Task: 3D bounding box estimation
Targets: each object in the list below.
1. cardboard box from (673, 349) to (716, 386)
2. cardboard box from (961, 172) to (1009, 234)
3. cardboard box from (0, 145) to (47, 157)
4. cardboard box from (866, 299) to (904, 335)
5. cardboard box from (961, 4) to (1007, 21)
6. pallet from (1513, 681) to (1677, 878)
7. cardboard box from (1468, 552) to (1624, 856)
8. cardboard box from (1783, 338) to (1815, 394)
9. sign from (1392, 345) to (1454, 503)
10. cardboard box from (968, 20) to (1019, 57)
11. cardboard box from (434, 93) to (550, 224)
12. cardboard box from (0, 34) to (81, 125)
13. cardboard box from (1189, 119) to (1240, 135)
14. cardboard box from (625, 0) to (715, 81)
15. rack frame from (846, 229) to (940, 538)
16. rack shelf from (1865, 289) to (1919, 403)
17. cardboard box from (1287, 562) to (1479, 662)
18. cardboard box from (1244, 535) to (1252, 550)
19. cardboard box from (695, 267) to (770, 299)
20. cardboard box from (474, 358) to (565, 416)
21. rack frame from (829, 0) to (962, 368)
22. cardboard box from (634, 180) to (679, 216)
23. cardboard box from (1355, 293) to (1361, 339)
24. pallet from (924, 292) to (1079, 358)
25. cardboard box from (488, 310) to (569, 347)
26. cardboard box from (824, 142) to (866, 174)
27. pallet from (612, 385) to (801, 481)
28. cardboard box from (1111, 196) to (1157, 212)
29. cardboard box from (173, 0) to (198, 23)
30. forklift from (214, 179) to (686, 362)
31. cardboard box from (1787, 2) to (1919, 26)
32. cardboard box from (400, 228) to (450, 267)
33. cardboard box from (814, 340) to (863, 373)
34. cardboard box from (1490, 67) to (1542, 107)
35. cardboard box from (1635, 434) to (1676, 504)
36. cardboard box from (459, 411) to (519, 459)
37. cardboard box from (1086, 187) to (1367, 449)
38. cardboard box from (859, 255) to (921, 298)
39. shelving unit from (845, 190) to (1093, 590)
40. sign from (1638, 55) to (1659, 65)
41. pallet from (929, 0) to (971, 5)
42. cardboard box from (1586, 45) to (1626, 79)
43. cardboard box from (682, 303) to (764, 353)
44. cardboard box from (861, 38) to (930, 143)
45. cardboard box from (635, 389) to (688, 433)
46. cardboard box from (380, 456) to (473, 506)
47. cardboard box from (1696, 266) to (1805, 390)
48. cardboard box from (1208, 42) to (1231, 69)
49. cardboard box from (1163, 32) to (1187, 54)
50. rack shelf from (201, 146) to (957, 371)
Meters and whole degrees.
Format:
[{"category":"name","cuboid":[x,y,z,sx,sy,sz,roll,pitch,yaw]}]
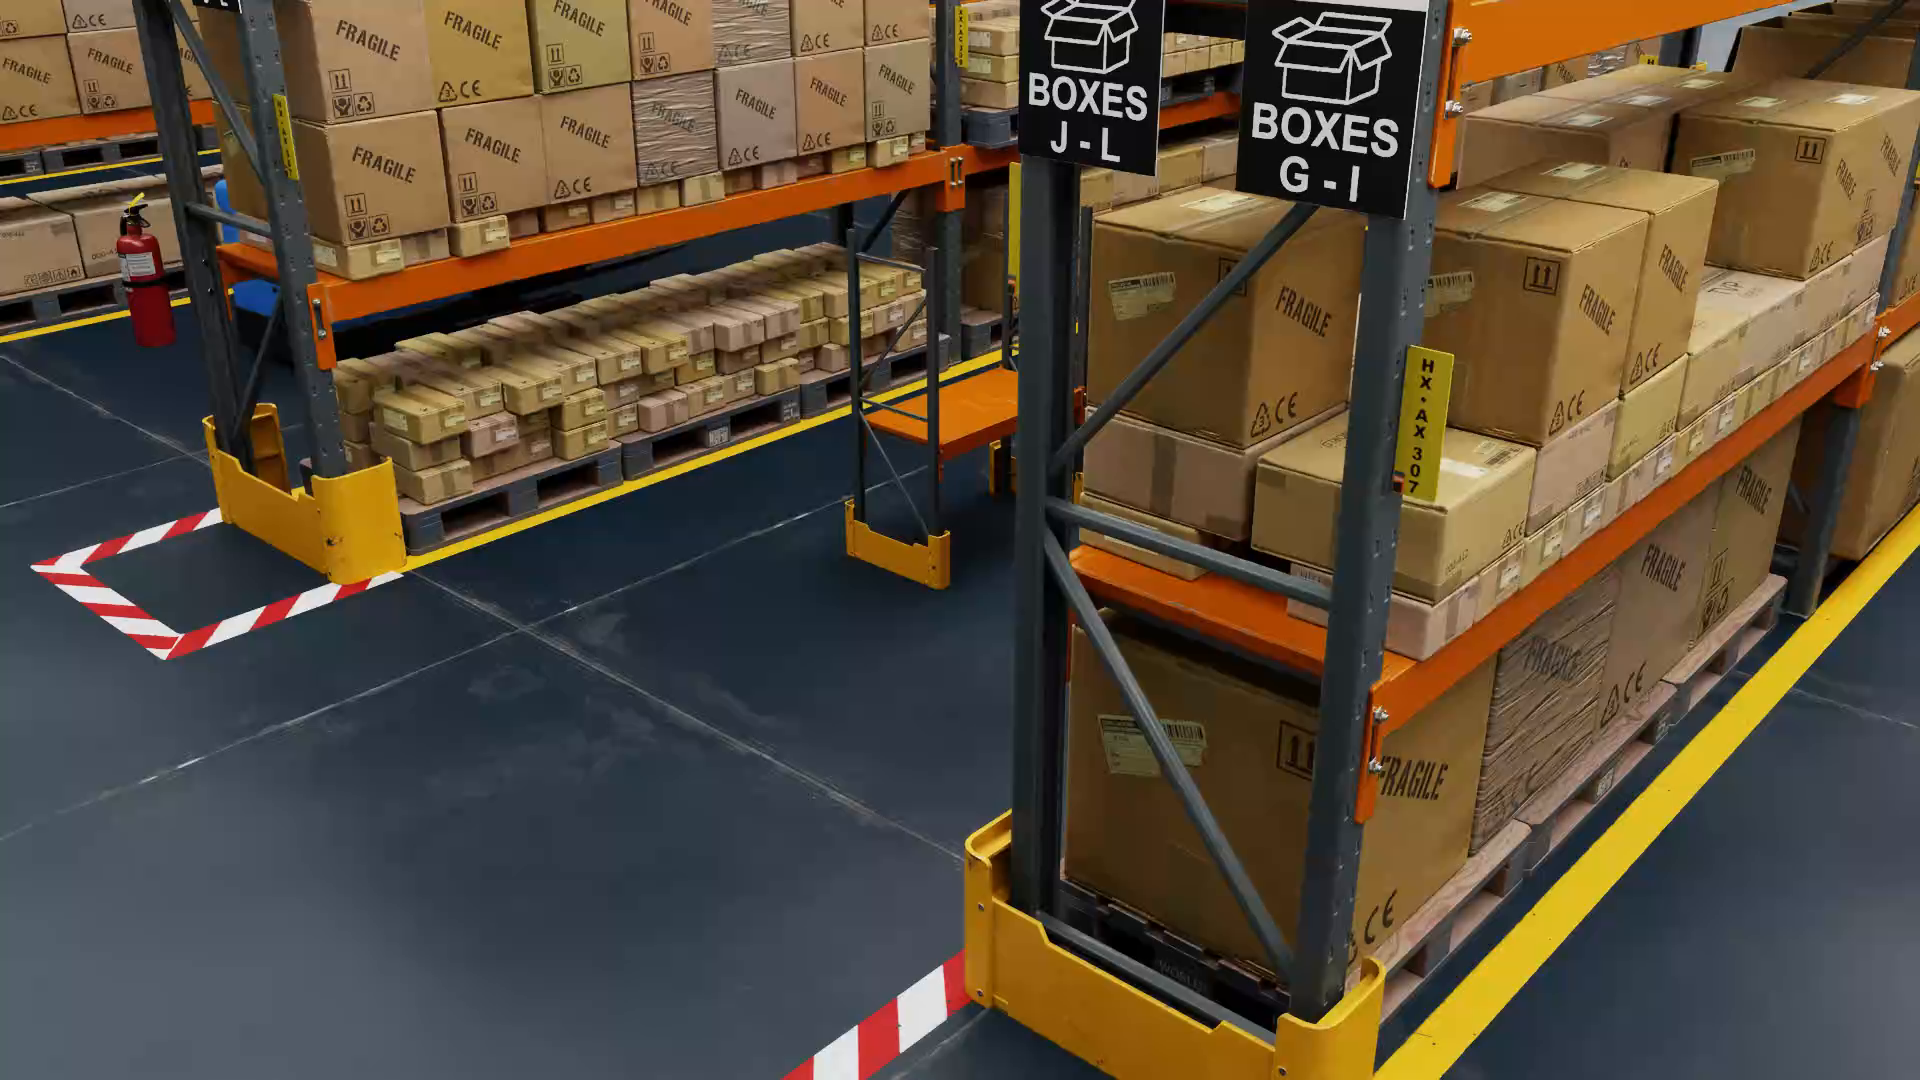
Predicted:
[{"category":"cardboard box","cuboid":[-1.513,-0.959,8.829,0.380,0.149,0.250,22,32,40]},{"category":"cardboard box","cuboid":[0.287,-2.112,10.419,0.500,0.250,0.500,19,30,35]},{"category":"cardboard box","cuboid":[-8.754,-3.800,15.100,0.700,0.500,0.500,19,30,36]},{"category":"cardboard box","cuboid":[-0.548,-1.324,9.643,0.380,0.149,0.250,18,30,35]},{"category":"cardboard box","cuboid":[0.072,-3.250,10.399,0.380,0.149,0.250,19,30,36]},{"category":"pallet","cuboid":[1.843,0.676,5.985,1.003,0.211,1.213,20,31,38]},{"category":"cardboard box","cuboid":[1.528,0.322,5.449,0.875,0.875,0.875,20,31,38]},{"category":"cardboard box","cuboid":[2.749,-0.649,5.837,0.380,0.149,0.250,21,31,38]},{"category":"sign","cuboid":[0.963,-0.240,3.463,0.100,0.325,0.005,20,31,38]},{"category":"cardboard box","cuboid":[0.202,-2.909,9.637,0.380,0.149,0.250,22,32,40]},{"category":"cardboard box","cuboid":[-2.229,-1.760,7.522,0.500,0.500,0.500,20,31,38]},{"category":"cardboard box","cuboid":[-5.975,-2.943,10.525,0.500,0.500,0.500,20,31,37]},{"category":"cardboard box","cuboid":[2.005,-2.898,12.172,0.500,0.250,0.500,19,31,36]},{"category":"cardboard box","cuboid":[-1.542,-2.513,7.980,0.500,0.500,0.500,19,30,36]},{"category":"rack frame","cuboid":[-0.282,-0.555,7.156,0.500,1.500,0.032,20,31,38]},{"category":"rack shelf","cuboid":[4.558,-1.462,8.223,1.077,0.370,4.000,20,31,38]},{"category":"cardboard box","cuboid":[1.036,0.135,4.090,0.380,0.149,0.250,21,31,38]},{"category":"cardboard box","cuboid":[0.718,-0.125,4.670,0.380,0.149,0.250,21,31,38]},{"category":"cardboard box","cuboid":[-1.304,-1.436,9.530,0.380,0.149,0.250,19,30,36]},{"category":"cardboard box","cuboid":[-2.112,-0.735,7.966,0.380,0.149,0.250,20,31,37]},{"category":"rack frame","cuboid":[-0.403,-2.566,9.806,1.000,3.000,0.127,20,31,38]},{"category":"cardboard box","cuboid":[-1.609,-1.731,8.251,0.380,0.149,0.250,22,32,39]},{"category":"cardboard box","cuboid":[1.358,-0.559,5.150,0.500,0.250,0.500,19,30,36]},{"category":"pallet","cuboid":[0.115,-1.531,10.906,1.003,0.211,1.213,20,31,38]},{"category":"cardboard box","cuboid":[-2.262,-1.073,8.720,0.380,0.149,0.250,22,32,39]},{"category":"cardboard box","cuboid":[-0.733,-2.127,9.134,0.380,0.149,0.250,22,32,39]},{"category":"pallet","cuboid":[-1.639,-0.706,9.066,1.003,0.211,1.213,20,31,38]},{"category":"cardboard box","cuboid":[0.979,-2.094,11.297,0.500,0.500,0.500,21,31,38]},{"category":"cardboard box","cuboid":[-5.284,-3.709,11.011,0.500,0.500,0.500,20,31,38]},{"category":"forklift","cuboid":[-3.164,-2.860,10.547,1.130,2.935,3.031,18,30,34]},{"category":"cardboard box","cuboid":[4.110,-2.087,7.389,0.797,0.503,0.637,21,31,38]},{"category":"cardboard box","cuboid":[-2.473,-1.330,7.358,0.380,0.149,0.250,22,32,39]},{"category":"cardboard box","cuboid":[-0.775,-1.089,9.485,0.380,0.149,0.250,19,30,36]},{"category":"cardboard box","cuboid":[4.589,-3.954,15.140,1.050,0.750,0.750,20,31,37]},{"category":"cardboard box","cuboid":[1.892,-0.258,4.965,0.380,0.149,0.250,20,31,37]},{"category":"cardboard box","cuboid":[-2.307,-0.531,7.876,0.380,0.149,0.250,20,31,37]},{"category":"cardboard box","cuboid":[0.683,-0.591,4.306,0.500,0.500,0.500,21,31,38]},{"category":"cardboard box","cuboid":[-0.447,-1.548,9.781,0.380,0.149,0.250,21,32,39]},{"category":"shelving unit","cuboid":[0.051,-0.708,7.495,0.587,1.500,1.083,20,31,38]},{"category":"sign","cuboid":[2.812,-1.818,6.820,0.100,0.325,0.005,20,31,38]},{"category":"pallet","cuboid":[-0.197,-5.632,16.879,1.003,0.211,1.213,20,31,38]},{"category":"cardboard box","cuboid":[6.007,-4.673,16.590,0.875,0.875,0.875,20,31,38]},{"category":"cardboard box","cuboid":[-1.263,-1.131,8.850,0.380,0.149,0.250,19,30,36]},{"category":"cardboard box","cuboid":[-0.516,-2.522,9.224,0.500,0.500,0.500,20,31,38]},{"category":"cardboard box","cuboid":[-1.628,-0.693,8.601,0.380,0.149,0.250,18,30,35]},{"category":"cardboard box","cuboid":[-2.485,-0.310,7.746,0.380,0.149,0.250,21,32,39]},{"category":"cardboard box","cuboid":[2.440,-0.728,5.526,0.500,0.250,0.500,21,32,39]},{"category":"cardboard box","cuboid":[1.594,-3.275,11.181,0.380,0.149,0.250,19,30,35]},{"category":"cardboard box","cuboid":[1.245,-3.250,10.762,0.380,0.149,0.250,19,31,37]},{"category":"rack shelf","cuboid":[-1.738,-1.628,8.594,1.077,0.370,4.000,20,31,38]}]
